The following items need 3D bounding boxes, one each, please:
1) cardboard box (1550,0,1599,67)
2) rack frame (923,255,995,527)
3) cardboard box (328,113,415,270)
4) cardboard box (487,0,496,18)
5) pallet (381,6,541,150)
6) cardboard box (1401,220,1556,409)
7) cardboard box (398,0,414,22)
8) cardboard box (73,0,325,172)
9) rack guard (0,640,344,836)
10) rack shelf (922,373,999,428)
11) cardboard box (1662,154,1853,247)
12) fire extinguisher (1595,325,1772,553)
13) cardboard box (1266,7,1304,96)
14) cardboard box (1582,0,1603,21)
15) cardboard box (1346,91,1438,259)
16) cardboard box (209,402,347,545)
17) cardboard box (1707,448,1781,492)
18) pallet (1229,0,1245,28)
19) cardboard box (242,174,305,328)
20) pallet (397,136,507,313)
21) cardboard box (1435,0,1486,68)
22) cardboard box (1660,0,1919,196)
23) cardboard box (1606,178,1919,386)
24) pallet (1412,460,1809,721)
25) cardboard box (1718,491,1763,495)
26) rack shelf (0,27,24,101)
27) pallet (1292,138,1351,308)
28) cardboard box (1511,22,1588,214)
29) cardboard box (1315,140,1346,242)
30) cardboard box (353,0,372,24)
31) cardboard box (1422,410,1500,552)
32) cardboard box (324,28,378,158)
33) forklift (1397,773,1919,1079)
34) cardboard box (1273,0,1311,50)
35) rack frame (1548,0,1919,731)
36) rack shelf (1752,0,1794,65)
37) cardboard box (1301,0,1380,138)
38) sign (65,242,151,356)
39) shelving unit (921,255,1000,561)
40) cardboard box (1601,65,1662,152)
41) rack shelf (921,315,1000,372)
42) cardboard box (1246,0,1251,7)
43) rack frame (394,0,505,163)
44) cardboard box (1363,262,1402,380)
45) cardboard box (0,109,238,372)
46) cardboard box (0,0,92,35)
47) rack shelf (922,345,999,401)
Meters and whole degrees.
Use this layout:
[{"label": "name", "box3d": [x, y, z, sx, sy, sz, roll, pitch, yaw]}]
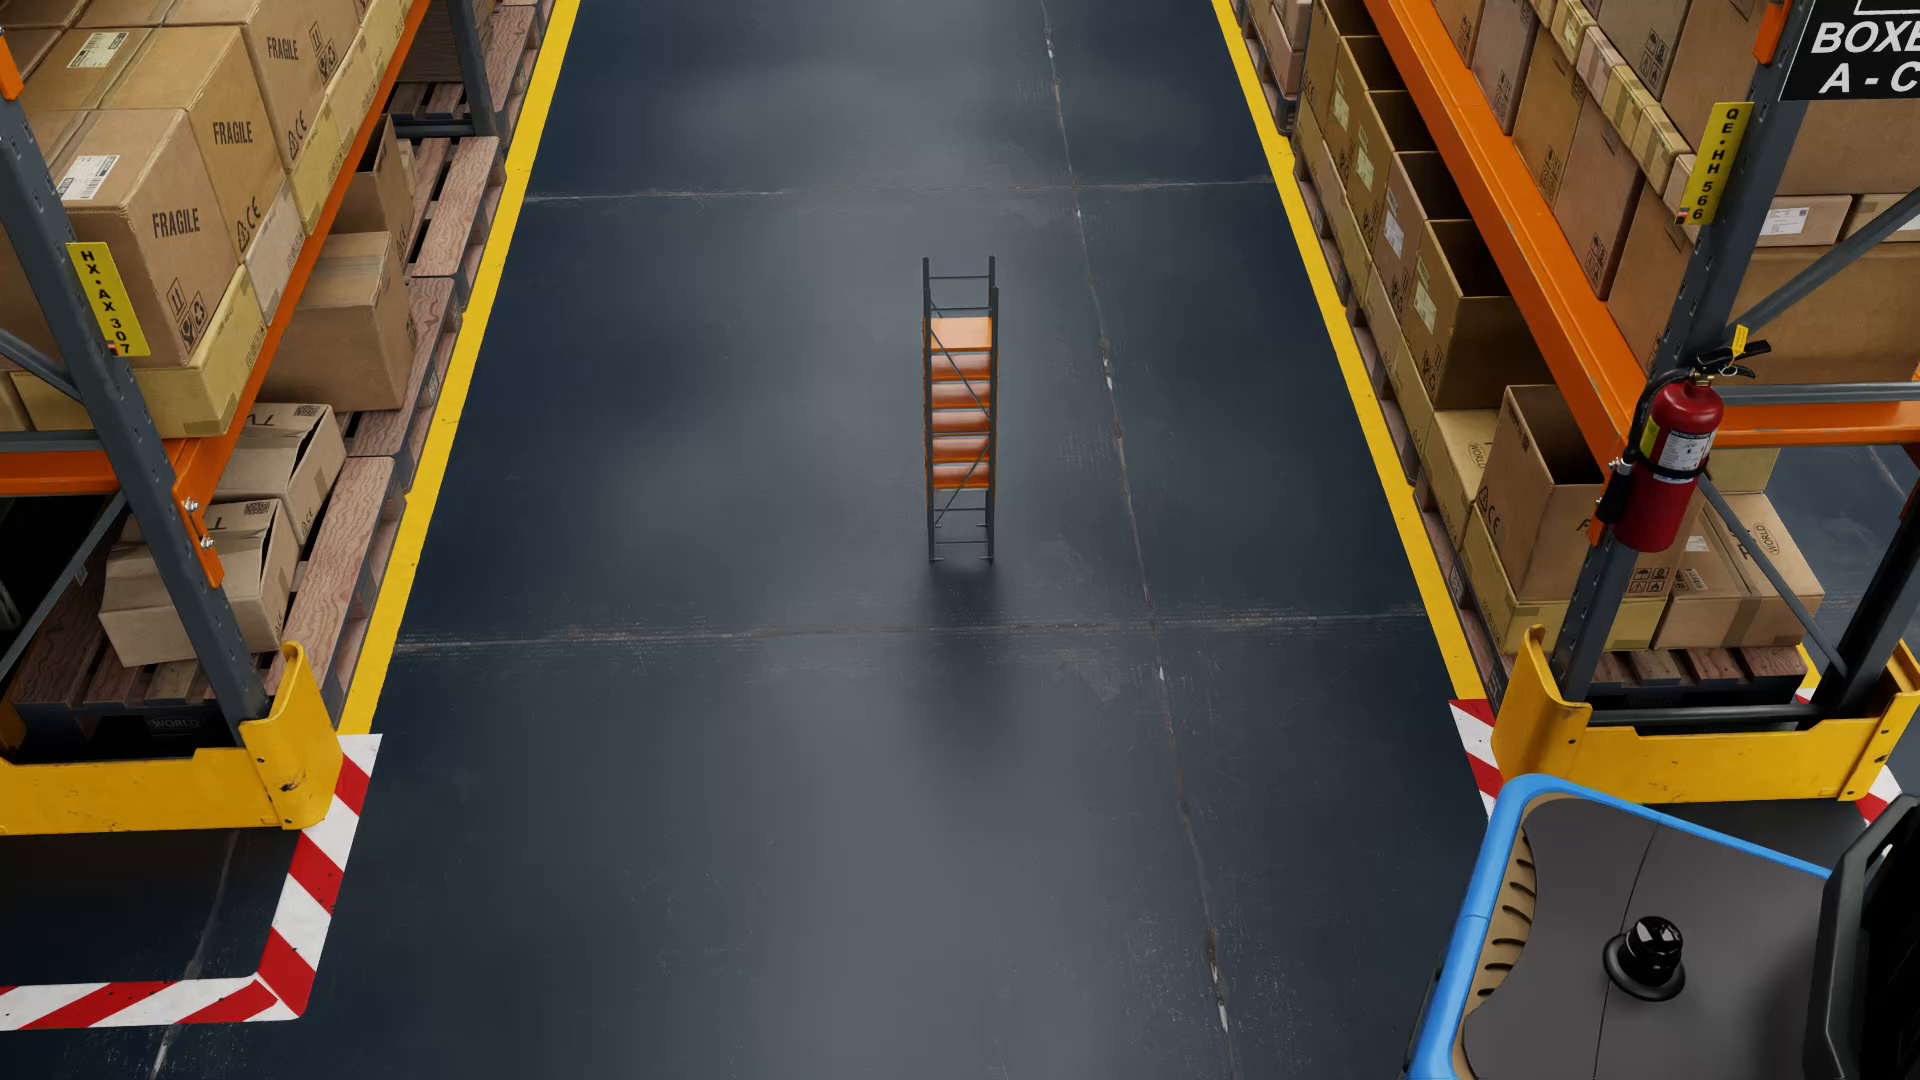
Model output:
[{"label": "cardboard box", "box3d": [2.096, -1.613, 5.236, 0.380, 0.149, 0.250, 0, 43, 0]}, {"label": "rack frame", "box3d": [-0.003, -0.494, 5.901, 0.240, 1.200, 0.006, -2, 43, -2]}, {"label": "cardboard box", "box3d": [-2.688, -1.485, 7.174, 0.500, 0.500, 0.500, -5, 43, -5]}, {"label": "cardboard box", "box3d": [-2.892, -3.028, 8.858, 0.700, 0.500, 0.500, -2, 43, -3]}, {"label": "pallet", "box3d": [-2.807, -2.441, 8.757, 1.003, 0.211, 1.213, -2, 43, -2]}, {"label": "cardboard box", "box3d": [1.969, -0.834, 6.109, 0.500, 0.500, 0.500, -2, 43, -2]}, {"label": "cardboard box", "box3d": [-2.437, -2.248, 6.579, 0.500, 0.250, 0.500, -1, 43, -2]}, {"label": "cardboard box", "box3d": [-2.349, -1.486, 5.192, 0.500, 0.500, 0.500, -3, 43, -3]}, {"label": "rack guard", "box3d": [-2.606, 0.627, 5.196, 1.175, 0.500, 0.348, -2, 43, -2]}, {"label": "rack shelf", "box3d": [0.001, -0.488, 5.783, 0.258, 0.103, 0.180, -2, 43, -2]}, {"label": "cardboard box", "box3d": [2.140, -0.917, 4.476, 0.380, 0.149, 0.250, -2, 43, -3]}, {"label": "fire extinguisher", "box3d": [1.887, -0.266, 4.378, 0.296, 0.674, 0.183, -2, 43, -2]}, {"label": "cardboard box", "box3d": [1.869, -2.501, 8.483, 0.500, 0.250, 0.500, -2, 43, -2]}, {"label": "cardboard box", "box3d": [2.287, -1.950, 5.123, 0.700, 0.500, 0.500, -1, 43, -2]}, {"label": "cardboard box", "box3d": [1.926, -1.509, 6.845, 0.500, 0.500, 0.500, -2, 43, -2]}, {"label": "cardboard box", "box3d": [-2.566, -0.269, 5.988, 0.500, 0.311, 0.500, 2, 43, 2]}, {"label": "cardboard box", "box3d": [2.523, -0.512, 5.757, 0.500, 0.500, 0.500, -2, 43, -2]}, {"label": "pallet", "box3d": [2.052, -3.382, 9.784, 1.003, 0.211, 1.213, -2, 43, -2]}, {"label": "cardboard box", "box3d": [-2.342, -0.884, 5.091, 0.500, 0.250, 0.500, -3, 43, -3]}, {"label": "pallet", "box3d": [-2.709, -1.463, 7.690, 1.003, 0.211, 1.213, -2, 43, -2]}, {"label": "cardboard box", "box3d": [2.248, -2.131, 6.281, 0.700, 0.500, 0.500, -1, 43, -1]}, {"label": "cardboard box", "box3d": [2.337, -1.254, 4.365, 0.700, 0.500, 0.500, -1, 43, -2]}, {"label": "cardboard box", "box3d": [2.340, -0.740, 4.764, 0.700, 0.500, 0.500, -2, 43, -2]}, {"label": "pallet", "box3d": [2.272, 0.125, 5.958, 1.003, 0.211, 1.213, -2, 43, -2]}, {"label": "cardboard box", "box3d": [2.521, -0.235, 6.011, 0.500, 0.250, 0.500, -2, 43, -2]}, {"label": "rack shelf", "box3d": [-2.687, -2.434, 4.998, 1.077, 0.370, 4.000, -2, 43, -2]}, {"label": "pallet", "box3d": [2.169, -1.522, 7.755, 1.003, 0.211, 1.213, -2, 43, -2]}, {"label": "cardboard box", "box3d": [2.297, -1.430, 5.516, 0.700, 0.500, 0.500, -1, 43, -2]}, {"label": "cardboard box", "box3d": [1.910, -1.570, 7.467, 0.500, 0.250, 0.500, -2, 43, -2]}, {"label": "cardboard box", "box3d": [-2.406, -2.185, 5.955, 0.500, 0.500, 0.500, -3, 43, -3]}, {"label": "cardboard box", "box3d": [1.995, -0.220, 5.994, 0.500, 0.250, 0.500, -2, 43, -2]}, {"label": "cardboard box", "box3d": [-2.377, -1.570, 5.839, 0.500, 0.250, 0.500, -1, 43, -1]}, {"label": "forklift", "box3d": [2.484, 0.990, 3.000, 3.031, 2.935, 1.130, 18, 46, 19]}, {"label": "cardboard box", "box3d": [1.873, -2.702, 8.287, 0.500, 0.311, 0.500, -2, 43, -2]}, {"label": "rack frame", "box3d": [2.347, -0.388, 4.453, 1.000, 3.000, 0.127, -2, 43, -2]}, {"label": "rack shelf", "box3d": [2.262, -2.579, 5.156, 1.077, 0.370, 4.000, -2, 43, -2]}, {"label": "cardboard box", "box3d": [1.884, -2.184, 7.582, 0.500, 0.500, 0.500, -2, 43, -2]}, {"label": "sign", "box3d": [-2.060, -0.578, 4.020, 0.100, 0.325, 0.005, -2, 43, -2]}, {"label": "shelving unit", "box3d": [0.001, -0.433, 5.834, 0.258, 1.200, 0.189, -2, 43, -2]}, {"label": "cardboard box", "box3d": [2.116, -1.266, 4.857, 0.380, 0.149, 0.250, -2, 43, -2]}, {"label": "rack shelf", "box3d": [0.001, -0.665, 5.621, 0.258, 0.103, 0.180, -2, 43, -2]}, {"label": "cardboard box", "box3d": [1.828, -3.188, 9.232, 0.500, 0.250, 0.500, -1, 43, -1]}, {"label": "rack frame", "box3d": [-2.772, -2.944, 7.242, 1.000, 3.000, 0.127, -2, 43, -2]}, {"label": "cardboard box", "box3d": [1.953, -0.895, 6.731, 0.500, 0.250, 0.500, -2, 43, -2]}, {"label": "cardboard box", "box3d": [-2.322, -0.803, 4.447, 0.500, 0.500, 0.500, -2, 43, -2]}, {"label": "cardboard box", "box3d": [-2.873, -1.473, 5.178, 0.500, 0.500, 0.500, -3, 43, -3]}, {"label": "rack shelf", "box3d": [0.001, -0.577, 5.702, 0.258, 0.103, 0.180, -2, 43, -2]}]
